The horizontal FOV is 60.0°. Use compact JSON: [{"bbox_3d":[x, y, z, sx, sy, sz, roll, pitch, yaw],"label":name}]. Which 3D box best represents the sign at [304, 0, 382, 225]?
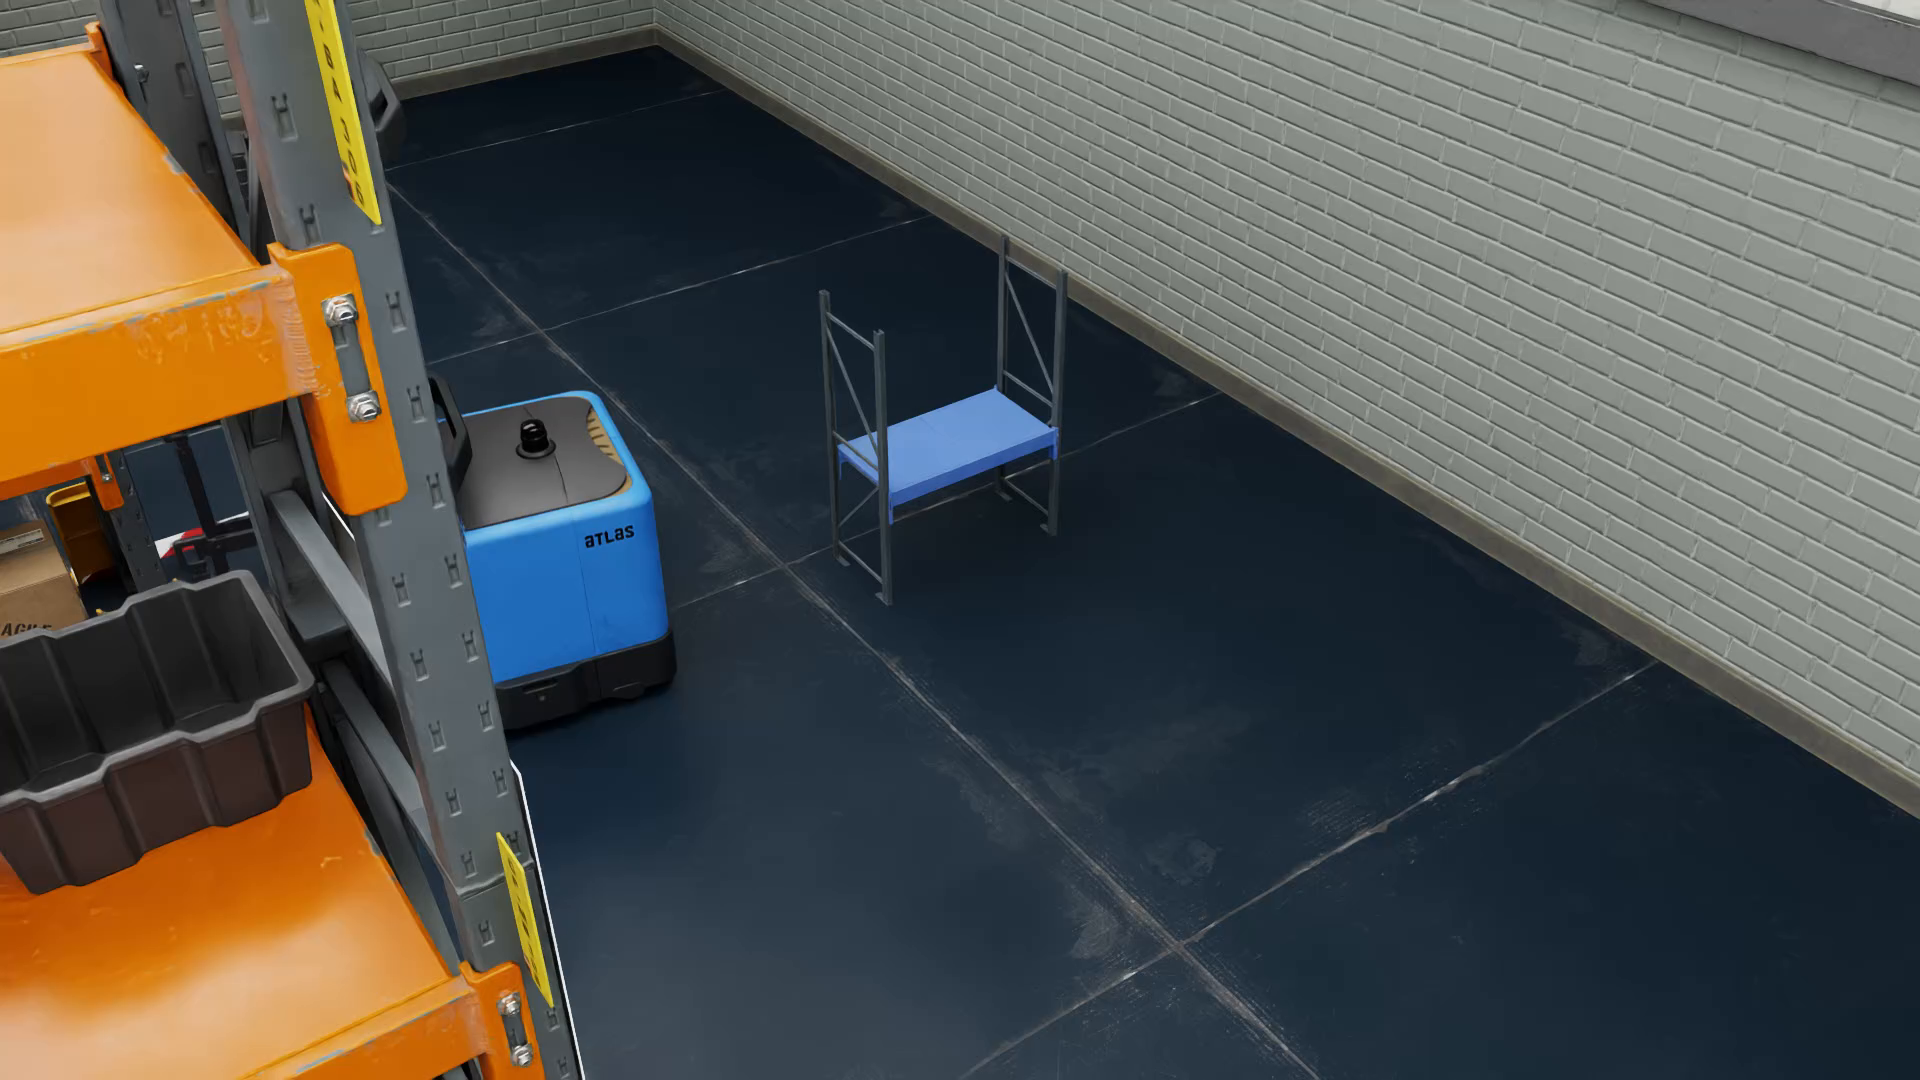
[{"bbox_3d":[-0.696,-0.517,1.852,0.005,0.325,0.100,-22,41,-28],"label":"sign"}]

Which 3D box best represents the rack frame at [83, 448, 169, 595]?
[{"bbox_3d":[-3.877,-0.835,7.156,0.127,3.000,1.000,-22,41,-28],"label":"rack frame"}]

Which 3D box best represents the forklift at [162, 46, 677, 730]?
[{"bbox_3d":[-2.857,-0.419,6.635,3.031,2.935,1.130,-15,38,-20],"label":"forklift"}]

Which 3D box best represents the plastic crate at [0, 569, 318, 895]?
[{"bbox_3d":[-1.501,0.362,3.034,0.590,0.269,0.497,-22,41,-28],"label":"plastic crate"}]

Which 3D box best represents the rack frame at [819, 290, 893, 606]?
[{"bbox_3d":[-0.485,-0.409,7.848,0.032,1.500,0.500,-22,41,-28],"label":"rack frame"}]

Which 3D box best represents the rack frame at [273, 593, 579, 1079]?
[{"bbox_3d":[-1.026,1.530,3.867,0.127,3.000,1.000,-22,41,-28],"label":"rack frame"}]

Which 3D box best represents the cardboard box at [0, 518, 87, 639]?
[{"bbox_3d":[-4.179,0.301,7.339,0.500,0.500,0.500,-22,41,-28],"label":"cardboard box"}]

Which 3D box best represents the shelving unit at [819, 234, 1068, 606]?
[{"bbox_3d":[-0.070,-0.580,8.086,1.048,1.500,0.538,-22,41,-28],"label":"shelving unit"}]

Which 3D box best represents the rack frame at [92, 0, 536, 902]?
[{"bbox_3d":[-1.026,-0.905,2.115,0.127,3.000,1.000,-22,41,-28],"label":"rack frame"}]

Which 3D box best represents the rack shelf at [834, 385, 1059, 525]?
[{"bbox_3d":[-0.070,-0.434,8.191,1.000,0.185,0.538,-22,41,-28],"label":"rack shelf"}]

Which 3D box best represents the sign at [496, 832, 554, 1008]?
[{"bbox_3d":[-0.696,0.612,2.664,0.005,0.325,0.100,-22,41,-28],"label":"sign"}]

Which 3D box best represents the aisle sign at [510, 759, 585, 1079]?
[{"bbox_3d":[-0.799,0.590,2.947,0.004,0.787,0.394,-22,41,-28],"label":"aisle sign"}]

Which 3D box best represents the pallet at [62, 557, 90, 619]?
[{"bbox_3d":[-4.590,0.591,7.561,1.213,0.211,1.003,-22,41,-28],"label":"pallet"}]

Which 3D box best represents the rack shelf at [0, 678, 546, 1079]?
[{"bbox_3d":[-2.661,1.277,2.266,4.000,0.370,1.077,-22,41,-28],"label":"rack shelf"}]

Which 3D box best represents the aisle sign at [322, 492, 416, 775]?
[{"bbox_3d":[-1.139,0.309,3.339,0.004,0.787,0.394,-22,41,-28],"label":"aisle sign"}]

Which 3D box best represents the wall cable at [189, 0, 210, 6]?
[{"bbox_3d":[-6.232,-4.493,11.371,1.851,1.984,0.084,-22,41,-28],"label":"wall cable"}]

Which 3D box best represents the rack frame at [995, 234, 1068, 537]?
[{"bbox_3d":[0.346,-0.751,8.323,0.032,1.500,0.500,-22,41,-28],"label":"rack frame"}]

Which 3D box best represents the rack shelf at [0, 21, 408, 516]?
[{"bbox_3d":[-2.661,0.222,1.507,4.000,0.370,1.077,-22,41,-28],"label":"rack shelf"}]

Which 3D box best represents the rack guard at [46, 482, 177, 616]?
[{"bbox_3d":[-3.939,0.205,7.850,0.348,0.500,1.175,-22,41,-28],"label":"rack guard"}]

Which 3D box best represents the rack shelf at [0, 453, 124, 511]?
[{"bbox_3d":[-5.511,0.130,6.430,4.000,0.370,1.077,-22,41,-28],"label":"rack shelf"}]
